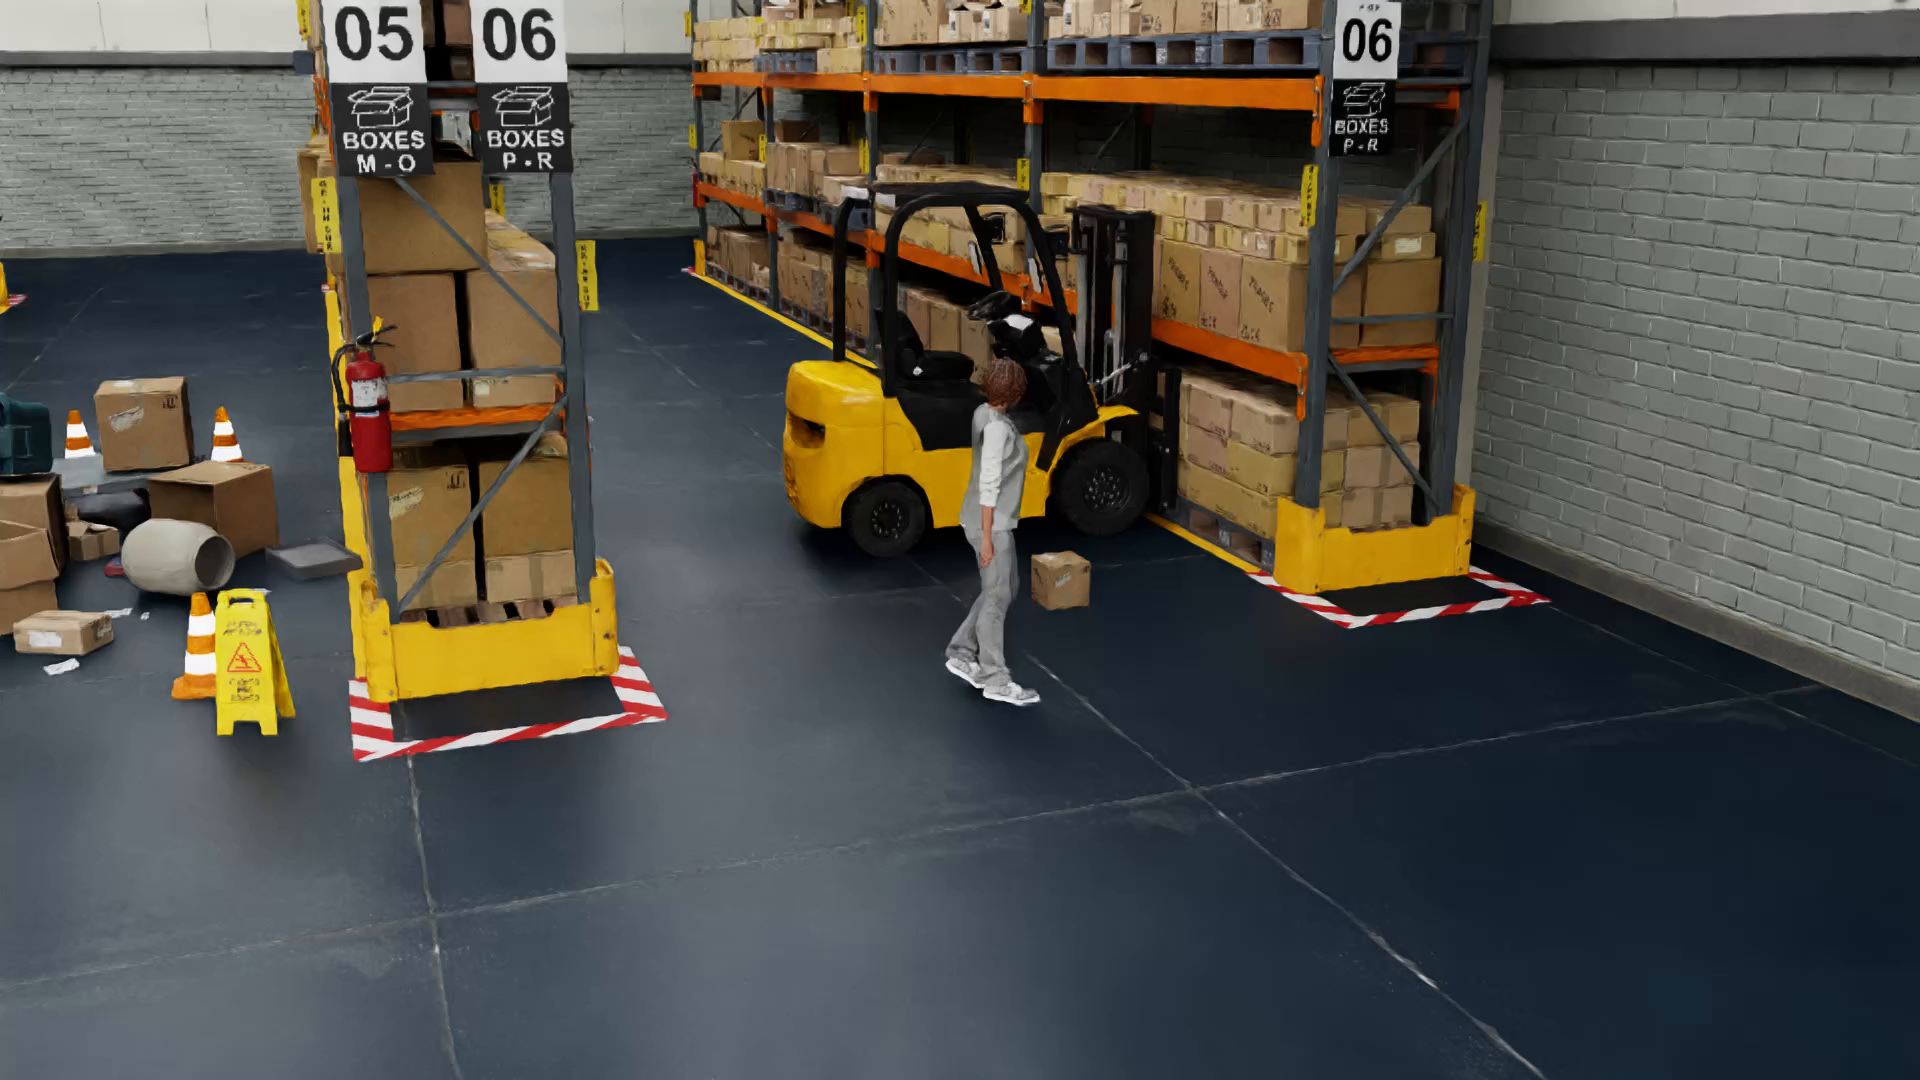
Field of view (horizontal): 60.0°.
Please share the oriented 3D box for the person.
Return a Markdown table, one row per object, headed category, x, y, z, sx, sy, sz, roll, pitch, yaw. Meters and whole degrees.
| category | x | y | z | sx | sy | sz | roll | pitch | yaw |
| --- | --- | --- | --- | --- | --- | --- | --- | --- | --- |
| person | 0.148 | -0.049 | 7.756 | 0.440 | 1.580 | 0.485 | 0 | 16 | -2 |
